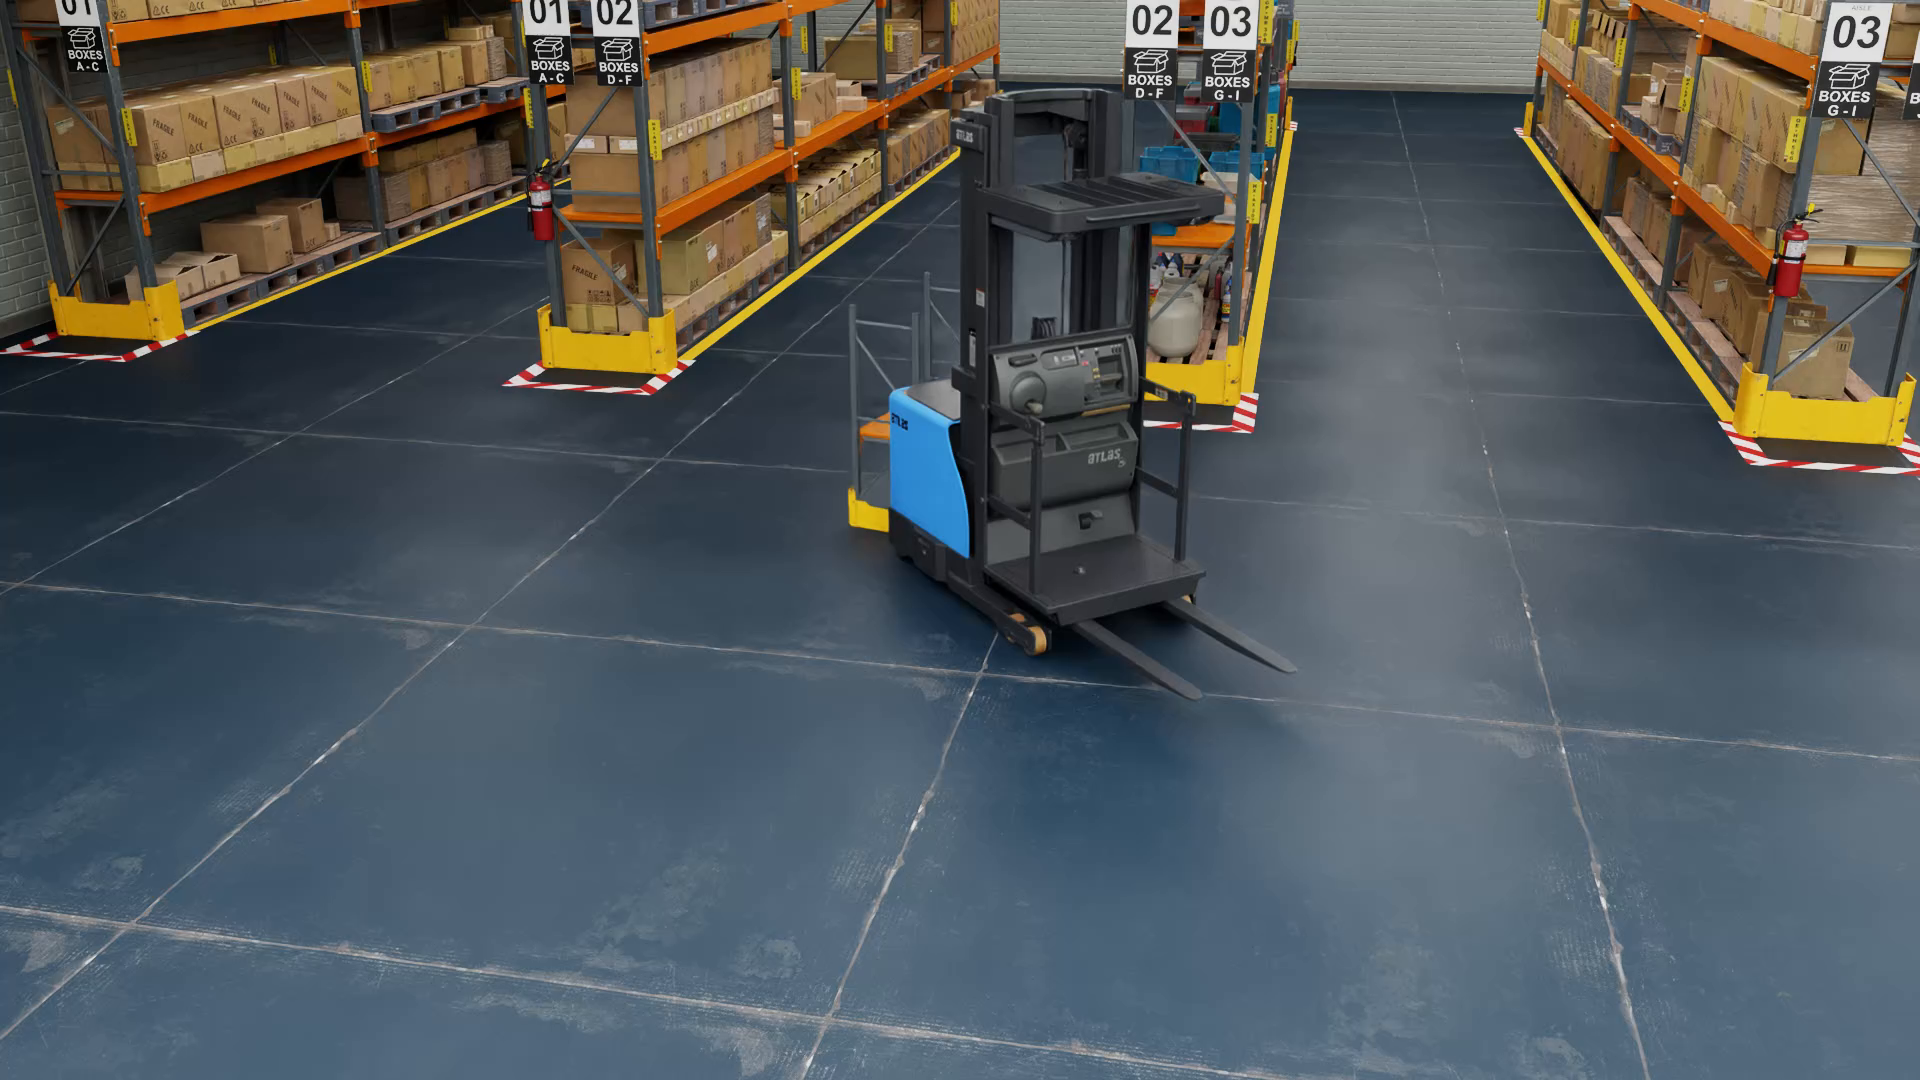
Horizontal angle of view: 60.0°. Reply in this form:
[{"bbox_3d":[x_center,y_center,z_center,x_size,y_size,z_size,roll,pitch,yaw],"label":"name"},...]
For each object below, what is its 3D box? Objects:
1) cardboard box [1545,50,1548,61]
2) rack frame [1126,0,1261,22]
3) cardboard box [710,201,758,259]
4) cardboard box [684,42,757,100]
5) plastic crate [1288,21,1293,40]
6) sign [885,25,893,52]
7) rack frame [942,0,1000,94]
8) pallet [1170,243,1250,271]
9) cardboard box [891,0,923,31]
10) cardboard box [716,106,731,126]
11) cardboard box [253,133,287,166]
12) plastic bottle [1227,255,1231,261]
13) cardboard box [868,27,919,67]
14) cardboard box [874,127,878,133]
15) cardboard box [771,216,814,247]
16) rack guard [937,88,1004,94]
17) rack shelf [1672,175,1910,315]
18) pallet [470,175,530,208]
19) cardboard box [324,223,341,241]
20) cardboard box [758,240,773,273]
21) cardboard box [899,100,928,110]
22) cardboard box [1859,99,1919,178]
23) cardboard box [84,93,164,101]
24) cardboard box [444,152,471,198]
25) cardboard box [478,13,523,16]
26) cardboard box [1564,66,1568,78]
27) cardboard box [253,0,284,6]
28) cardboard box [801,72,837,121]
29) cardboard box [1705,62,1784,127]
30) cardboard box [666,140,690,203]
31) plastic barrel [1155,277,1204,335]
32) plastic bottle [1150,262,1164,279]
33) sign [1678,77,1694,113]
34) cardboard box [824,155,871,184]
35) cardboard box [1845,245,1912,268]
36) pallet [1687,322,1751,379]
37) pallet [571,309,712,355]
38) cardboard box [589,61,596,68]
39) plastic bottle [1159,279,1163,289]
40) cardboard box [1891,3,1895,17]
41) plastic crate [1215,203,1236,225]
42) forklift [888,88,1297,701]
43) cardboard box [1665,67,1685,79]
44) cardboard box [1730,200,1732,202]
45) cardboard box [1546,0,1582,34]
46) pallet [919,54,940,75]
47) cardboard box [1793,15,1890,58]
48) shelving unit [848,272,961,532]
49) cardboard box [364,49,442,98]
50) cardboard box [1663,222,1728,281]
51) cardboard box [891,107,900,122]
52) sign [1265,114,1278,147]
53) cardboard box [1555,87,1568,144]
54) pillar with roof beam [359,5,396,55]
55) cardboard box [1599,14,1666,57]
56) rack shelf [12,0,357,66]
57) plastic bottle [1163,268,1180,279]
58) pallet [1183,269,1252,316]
[{"bbox_3d":[9.330,-7.529,25.870,0.380,0.149,0.250,4,22,10],"label":"cardboard box"},{"bbox_3d":[1.767,-5.342,12.073,1.000,3.000,0.127,4,22,11],"label":"rack frame"},{"bbox_3d":[-2.358,-3.117,16.693,0.500,0.500,0.500,4,22,11],"label":"cardboard box"},{"bbox_3d":[-2.452,-4.702,16.643,0.700,0.500,0.500,4,22,11],"label":"cardboard box"},{"bbox_3d":[5.146,-8.319,27.366,0.616,0.435,0.499,4,22,11],"label":"plastic crate"},{"bbox_3d":[-0.905,-6.360,21.081,0.100,0.325,0.005,4,22,11],"label":"sign"},{"bbox_3d":[0.183,-8.790,28.664,1.000,3.000,0.127,4,22,11],"label":"rack frame"},{"bbox_3d":[2.705,-3.019,18.068,1.003,0.211,1.213,4,22,11],"label":"pallet"},{"bbox_3d":[-0.783,-8.042,25.334,0.500,0.500,0.500,5,22,11],"label":"cardboard box"},{"bbox_3d":[-2.423,-4.071,15.945,0.380,0.149,0.250,5,23,13],"label":"cardboard box"},{"bbox_3d":[-7.214,-3.970,16.871,0.500,0.250,0.500,5,22,11],"label":"cardboard box"},{"bbox_3d":[2.734,-2.740,16.599,0.144,0.351,0.185,4,22,9],"label":"plastic bottle"},{"bbox_3d":[-0.933,-6.918,23.319,0.700,0.500,0.500,-1,22,-3],"label":"cardboard box"},{"bbox_3d":[-1.382,-5.458,23.148,0.500,0.500,0.500,4,22,9],"label":"cardboard box"},{"bbox_3d":[-1.940,-3.449,18.522,0.500,0.250,0.500,4,22,10],"label":"cardboard box"},{"bbox_3d":[0.168,-7.603,29.062,1.175,0.500,0.348,4,22,11],"label":"rack guard"},{"bbox_3d":[7.024,-2.580,14.207,1.077,0.370,4.000,4,22,11],"label":"rack shelf"},{"bbox_3d":[-6.460,-4.661,22.145,1.003,0.211,1.213,4,22,11],"label":"pallet"},{"bbox_3d":[-7.195,-3.470,18.657,0.380,0.166,0.250,2,22,4],"label":"cardboard box"},{"bbox_3d":[-2.258,-2.952,17.288,0.500,0.250,0.500,4,22,11],"label":"cardboard box"},{"bbox_3d":[-0.794,-6.602,25.988,0.500,0.500,0.500,4,22,11],"label":"cardboard box"},{"bbox_3d":[6.995,-3.011,12.443,0.500,0.500,0.500,4,22,11],"label":"cardboard box"},{"bbox_3d":[-7.931,-3.974,15.877,0.500,0.500,0.500,5,22,12],"label":"cardboard box"},{"bbox_3d":[-6.688,-4.654,21.152,0.700,0.500,0.500,4,22,11],"label":"cardboard box"},{"bbox_3d":[-6.351,-7.157,23.046,0.500,0.250,0.500,4,22,9],"label":"cardboard box"},{"bbox_3d":[8.858,-6.685,23.773,0.380,0.149,0.250,5,22,12],"label":"cardboard box"},{"bbox_3d":[-7.168,-5.632,16.646,0.500,0.500,0.500,4,22,9],"label":"cardboard box"},{"bbox_3d":[-1.776,-5.296,19.854,0.500,0.500,0.500,3,22,8],"label":"cardboard box"},{"bbox_3d":[6.991,-3.965,14.813,0.500,0.500,0.500,4,22,11],"label":"cardboard box"},{"bbox_3d":[-2.871,-3.347,15.015,0.700,0.500,0.500,5,22,12],"label":"cardboard box"},{"bbox_3d":[1.929,-2.030,14.647,0.421,0.512,0.421,0,22,0],"label":"plastic barrel"},{"bbox_3d":[1.887,-2.510,16.027,0.144,0.351,0.185,4,22,10],"label":"plastic bottle"},{"bbox_3d":[6.888,-4.223,15.774,0.100,0.325,0.005,4,22,11],"label":"sign"},{"bbox_3d":[-1.415,-4.643,20.734,0.500,0.311,0.500,4,22,10],"label":"cardboard box"},{"bbox_3d":[6.907,-2.152,12.517,0.380,0.149,0.250,4,22,11],"label":"cardboard box"},{"bbox_3d":[7.083,-1.656,14.682,1.003,0.211,1.213,4,22,11],"label":"pallet"},{"bbox_3d":[-2.966,-1.928,15.358,1.003,0.211,1.213,4,22,11],"label":"pallet"},{"bbox_3d":[-5.577,-6.990,24.503,0.380,0.149,0.250,4,22,9],"label":"cardboard box"},{"bbox_3d":[1.895,-2.291,15.574,0.061,0.283,0.133,4,22,11],"label":"plastic bottle"},{"bbox_3d":[6.977,-3.961,12.326,0.380,0.149,0.250,4,22,10],"label":"cardboard box"},{"bbox_3d":[2.264,-2.740,13.995,0.298,0.136,0.250,4,22,11],"label":"plastic crate"},{"bbox_3d":[0.709,-0.910,9.189,1.130,2.935,3.031,-12,25,-27],"label":"forklift"},{"bbox_3d":[8.161,-4.937,18.400,0.700,0.500,0.500,8,23,19],"label":"cardboard box"},{"bbox_3d":[6.794,-2.828,14.197,0.380,0.149,0.250,4,22,11],"label":"cardboard box"},{"bbox_3d":[9.416,-8.112,25.779,0.500,0.500,0.500,4,22,10],"label":"cardboard box"},{"bbox_3d":[-0.903,-6.954,24.363,1.003,0.211,1.213,4,22,11],"label":"pallet"},{"bbox_3d":[6.465,-3.700,12.210,0.500,0.250,0.500,5,22,12],"label":"cardboard box"},{"bbox_3d":[-0.243,-0.929,11.153,0.587,1.500,1.083,11,24,25],"label":"shelving unit"},{"bbox_3d":[-6.753,-5.659,20.166,0.700,0.500,0.500,8,23,18],"label":"cardboard box"},{"bbox_3d":[7.578,-2.912,16.827,0.700,0.500,0.500,3,22,7],"label":"cardboard box"},{"bbox_3d":[-1.174,-6.196,23.975,0.500,0.250,0.500,5,22,11],"label":"cardboard box"},{"bbox_3d":[3.119,-4.105,16.660,0.100,0.325,0.005,4,22,11],"label":"sign"},{"bbox_3d":[9.461,-6.344,24.873,0.875,0.875,0.875,4,22,11],"label":"cardboard box"},{"bbox_3d":[-3.197,-8.286,19.381,9.100,9.000,0.400,4,22,11],"label":"pillar with roof beam"},{"bbox_3d":[8.791,-6.598,21.745,0.797,0.503,0.637,5,22,12],"label":"cardboard box"},{"bbox_3d":[-7.524,-5.104,16.459,1.077,0.370,4.000,4,22,11],"label":"rack shelf"},{"bbox_3d":[2.037,-2.473,16.036,0.152,0.276,0.135,4,22,11],"label":"plastic bottle"},{"bbox_3d":[2.405,-2.487,16.745,1.003,0.211,1.213,4,22,11],"label":"pallet"}]
